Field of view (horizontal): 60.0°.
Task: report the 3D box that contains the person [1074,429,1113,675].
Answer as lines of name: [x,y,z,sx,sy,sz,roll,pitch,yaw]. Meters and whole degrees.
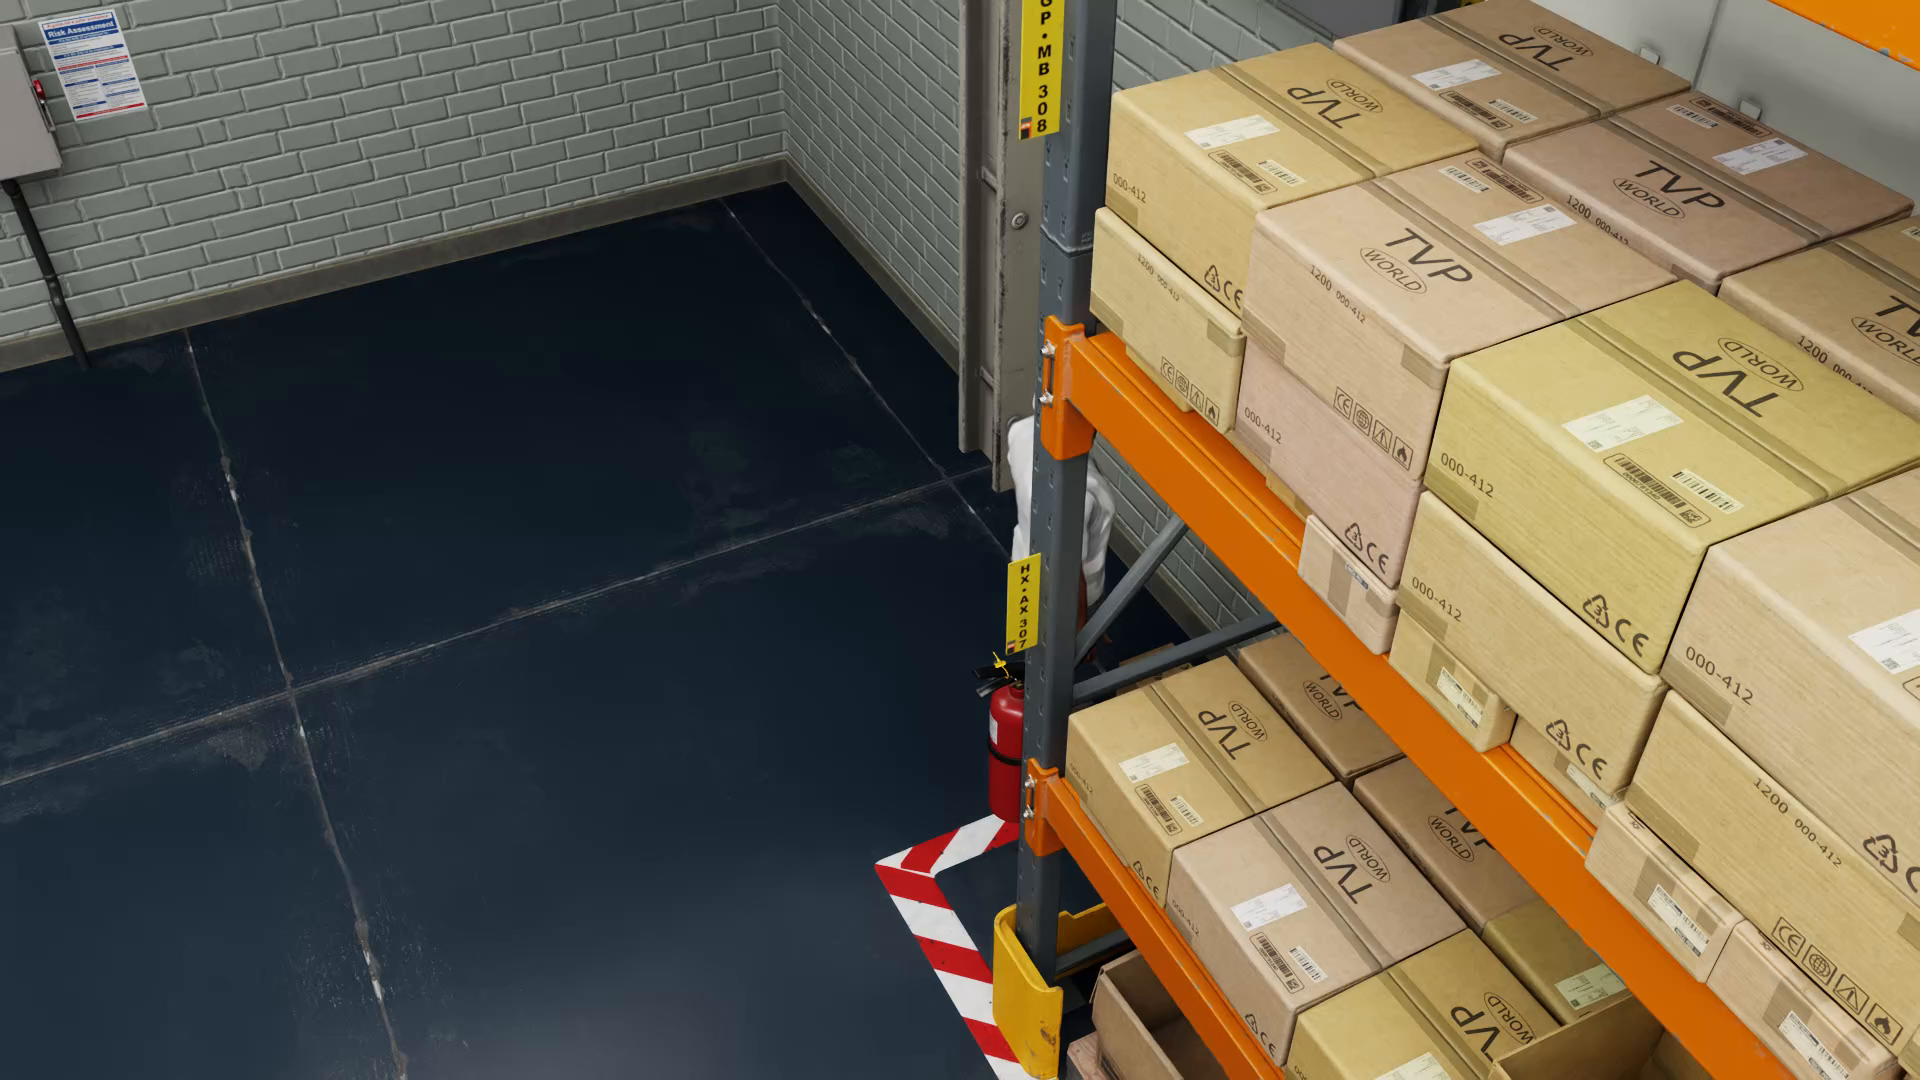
person: [0.394,0.123,5.961,0.346,1.668,0.618,-5,41,-6]
